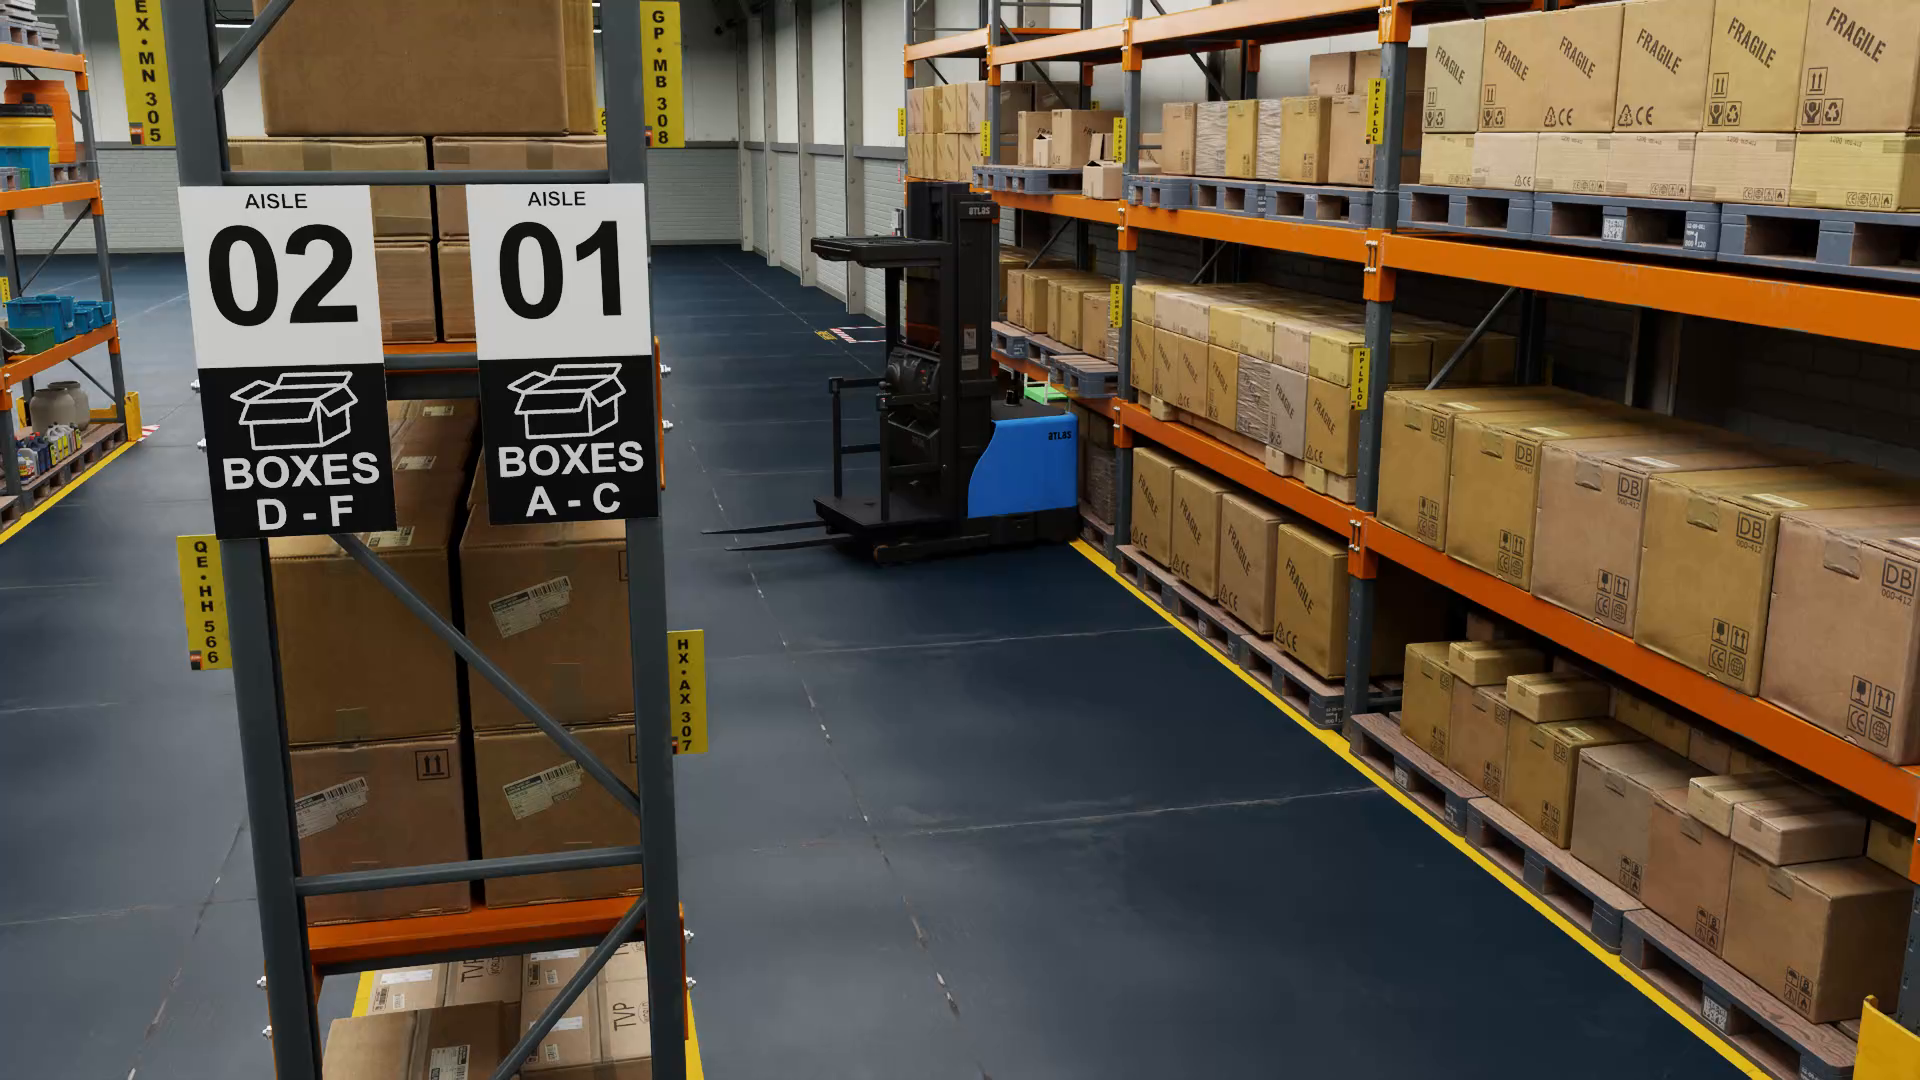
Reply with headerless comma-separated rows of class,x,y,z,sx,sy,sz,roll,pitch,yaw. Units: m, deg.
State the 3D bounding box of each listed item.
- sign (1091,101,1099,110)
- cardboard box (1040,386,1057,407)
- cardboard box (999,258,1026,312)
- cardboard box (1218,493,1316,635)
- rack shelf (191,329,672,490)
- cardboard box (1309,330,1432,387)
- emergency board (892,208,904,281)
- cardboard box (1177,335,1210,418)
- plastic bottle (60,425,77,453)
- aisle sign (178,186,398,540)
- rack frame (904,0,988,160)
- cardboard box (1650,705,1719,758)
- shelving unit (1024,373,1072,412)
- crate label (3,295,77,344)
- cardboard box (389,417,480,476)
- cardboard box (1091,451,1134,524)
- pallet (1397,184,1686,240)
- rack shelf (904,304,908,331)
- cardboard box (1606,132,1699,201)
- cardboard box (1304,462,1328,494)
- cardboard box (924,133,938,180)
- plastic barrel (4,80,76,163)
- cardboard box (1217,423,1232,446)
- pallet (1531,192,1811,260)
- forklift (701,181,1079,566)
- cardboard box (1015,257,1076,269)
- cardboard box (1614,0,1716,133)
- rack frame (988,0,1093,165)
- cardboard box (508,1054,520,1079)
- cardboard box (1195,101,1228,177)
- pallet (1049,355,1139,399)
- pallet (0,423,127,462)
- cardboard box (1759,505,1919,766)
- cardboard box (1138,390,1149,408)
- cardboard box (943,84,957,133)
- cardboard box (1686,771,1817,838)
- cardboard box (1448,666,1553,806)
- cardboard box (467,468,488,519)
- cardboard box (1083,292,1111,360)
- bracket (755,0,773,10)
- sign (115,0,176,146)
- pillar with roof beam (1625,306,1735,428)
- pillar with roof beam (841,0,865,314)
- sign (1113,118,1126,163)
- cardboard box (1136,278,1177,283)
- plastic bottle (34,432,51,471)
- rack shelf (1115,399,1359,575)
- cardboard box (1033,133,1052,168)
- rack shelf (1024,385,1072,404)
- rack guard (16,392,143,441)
sign,1.314,-4.140,16.311,0.100,0.325,0.005,-3,14,-13
cardboard box,1.071,-1.302,15.695,0.500,0.250,0.500,-4,14,-14
cardboard box,0.364,-2.601,16.948,0.500,0.500,0.500,-3,14,-13
cardboard box,2.164,0.130,10.719,0.750,0.750,0.750,-3,14,-11
rack shelf,-1.690,-0.732,5.799,1.077,0.370,4.000,-3,14,-13
cardboard box,2.296,-1.023,9.335,0.500,0.250,0.500,-3,14,-12
emergency board,-1.111,-4.974,27.967,0.194,1.169,0.643,-3,14,-13
cardboard box,1.810,-1.126,11.336,0.500,0.500,0.500,-3,14,-13
plastic bottle,-8.904,-1.010,16.555,0.152,0.276,0.135,-3,14,-13
aisle sign,-1.502,-0.393,3.738,0.394,0.787,0.004,-3,14,-13
rack frame,-0.164,-6.045,19.710,1.000,3.000,0.127,-3,14,-13
cardboard box,3.256,0.825,7.247,0.380,0.149,0.250,-3,14,-13
shelving unit,0.742,-0.814,14.456,0.258,1.200,0.503,-4,17,-18
crate label,-9.099,-2.186,16.482,0.502,0.435,0.616,-3,14,-13
cardboard box,-1.959,-0.139,5.858,0.500,0.500,0.500,-3,14,-11
cardboard box,1.495,-0.448,13.781,0.700,0.500,0.500,-3,14,-12
pallet,2.836,-1.587,7.971,1.003,0.211,1.213,-3,14,-13
rack shelf,0.306,-2.320,18.619,1.077,0.370,4.000,-3,14,-13
cardboard box,2.913,-1.471,6.527,0.500,0.250,0.500,-4,14,-15
cardboard box,2.218,-0.369,9.606,0.380,0.149,0.250,-3,14,-12
cardboard box,-0.111,-4.310,18.675,0.500,0.500,0.500,-3,14,-11
plastic barrel,-9.556,-4.344,17.276,0.600,0.830,0.708,-3,14,-13
cardboard box,1.938,-0.731,11.086,0.380,0.149,0.250,-3,14,-13
pallet,3.119,-1.307,6.821,1.003,0.211,1.213,-3,14,-13
forklift,-0.564,-1.359,13.314,3.031,2.935,1.130,-7,15,-25
cardboard box,0.868,-2.629,17.063,0.500,0.500,0.500,-4,14,-14
cardboard box,2.919,-1.831,6.420,0.500,0.500,0.500,-4,14,-16
rack frame,0.776,-5.123,15.933,1.000,3.000,0.127,-3,14,-13
cardboard box,-1.595,1.790,5.325,0.380,0.166,0.250,-3,14,-13
cardboard box,2.060,-2.777,11.515,0.700,0.500,0.500,-4,14,-16
pallet,1.444,-1.351,13.540,1.213,0.211,1.003,-3,14,-13
pallet,-9.545,-1.022,17.664,1.003,0.211,1.213,-3,14,-13
cardboard box,3.464,0.297,5.758,0.980,0.700,0.700,-3,14,-11
cardboard box,1.567,-1.084,12.532,0.380,0.149,0.250,-3,14,-14
cardboard box,0.123,-4.556,17.574,0.500,0.500,0.500,-4,14,-15
cardboard box,3.064,1.021,6.443,0.380,0.149,0.250,-3,14,-12
cardboard box,2.845,0.942,8.134,0.700,0.500,0.500,-3,14,-14
cardboard box,-1.199,0.066,5.021,0.500,0.500,0.500,-3,14,-13
cardboard box,1.437,-1.783,13.767,0.700,0.500,0.500,-5,14,-18
bracket,-4.438,-12.507,38.576,0.076,0.066,4.783,-3,14,-13
sign,-1.765,-1.024,3.612,0.100,0.325,0.005,-3,14,-13
pillar with roof beam,-0.525,-2.924,6.934,9.100,9.000,0.400,-3,14,-13
pillar with roof beam,-6.162,-8.460,29.596,9.100,9.000,0.400,-3,14,-13
sign,1.187,-2.964,12.329,0.100,0.325,0.005,-3,14,-13
cardboard box,1.515,-2.014,13.347,0.380,0.149,0.250,-6,15,-23
plastic bottle,-8.685,-0.836,15.682,0.144,0.351,0.185,-4,14,-16
rack shelf,2.185,-0.475,11.065,1.077,0.370,4.000,-3,14,-13
cardboard box,0.971,-3.553,15.134,0.500,0.311,0.500,-3,14,-11
rack shelf,0.752,-1.214,14.341,0.258,0.148,0.480,-4,17,-18
rack guard,-9.730,-1.350,18.398,1.175,0.500,0.348,-3,14,-13
